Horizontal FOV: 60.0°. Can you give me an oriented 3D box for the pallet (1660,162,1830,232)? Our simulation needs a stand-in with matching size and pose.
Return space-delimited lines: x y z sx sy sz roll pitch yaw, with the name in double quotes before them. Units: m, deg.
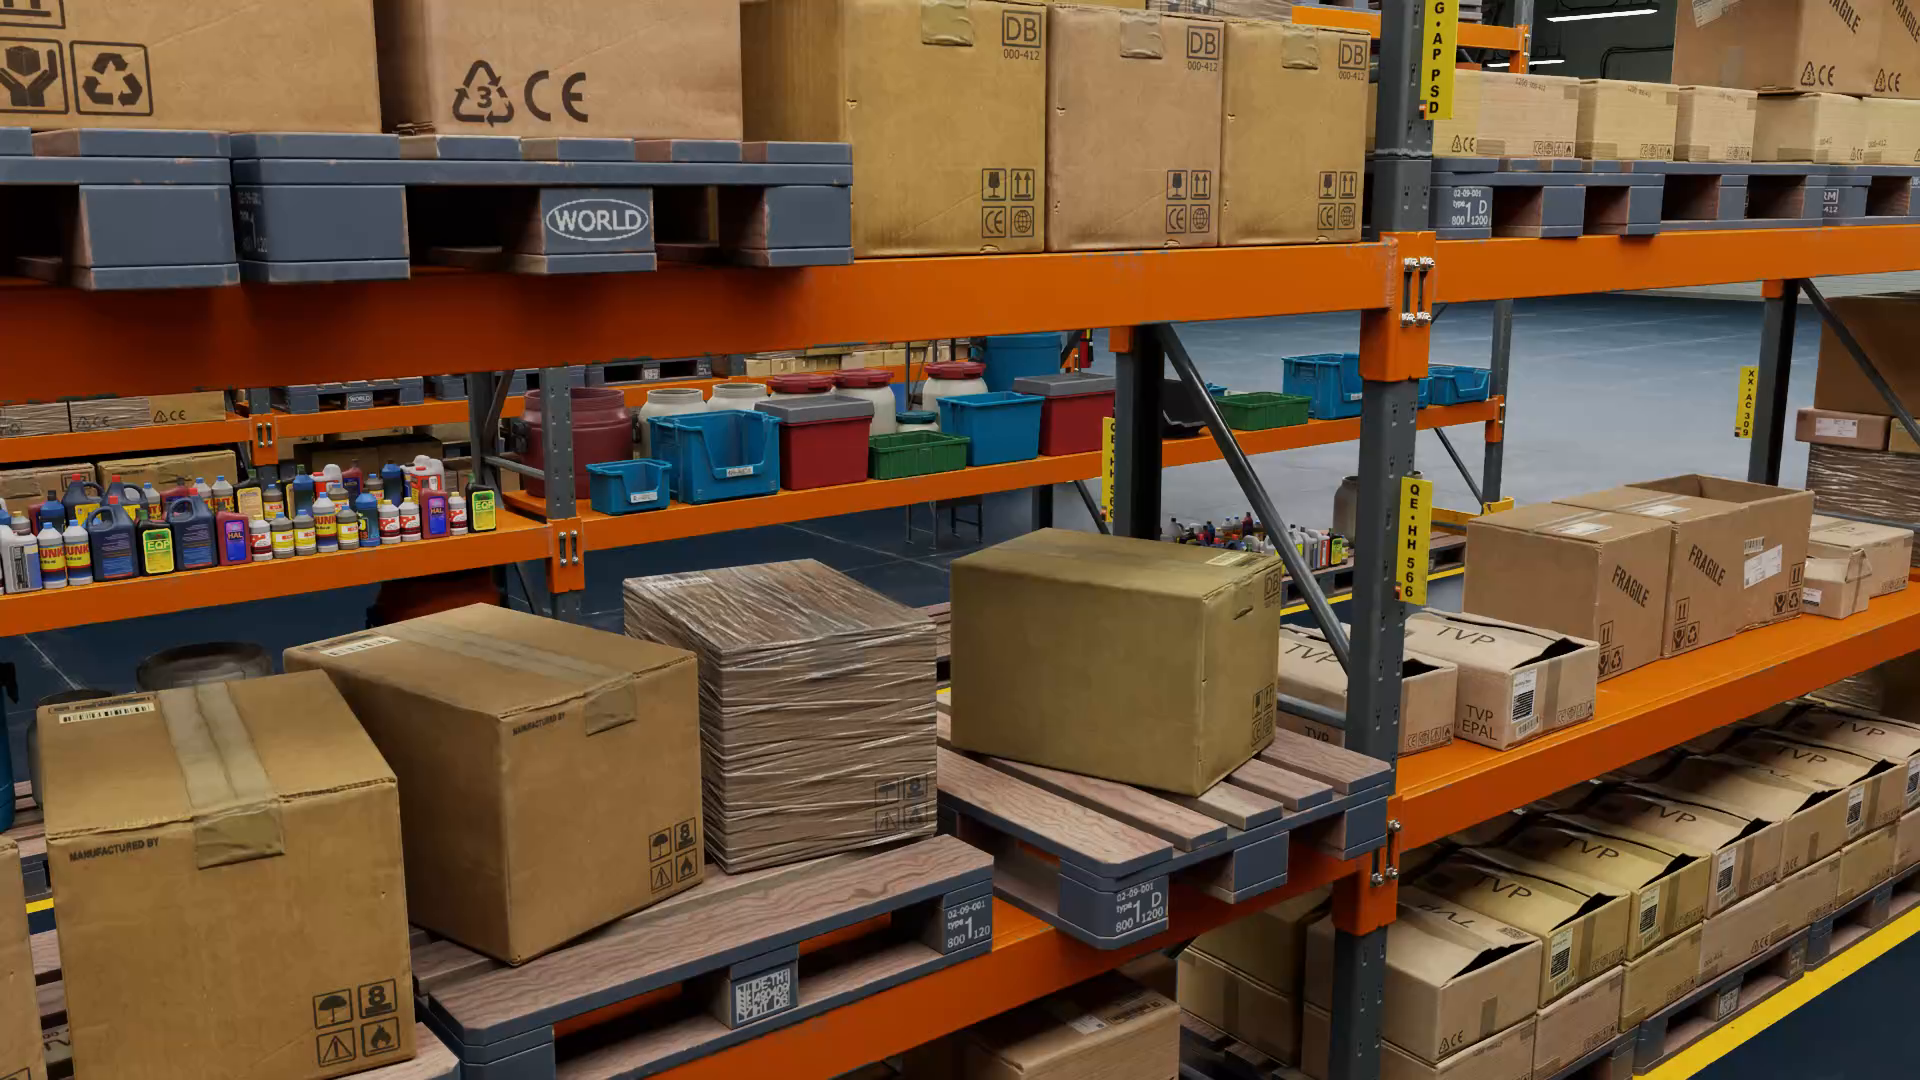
"pallet" 2.168 -1.179 5.691 1.213 0.211 1.003 -9 15 -35

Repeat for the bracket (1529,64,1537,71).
"bracket" 16.304 -13.561 47.660 0.430 0.232 0.235 -9 15 -38

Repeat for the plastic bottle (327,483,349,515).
"plastic bottle" -3.078 -0.181 8.237 0.097 0.201 0.097 0 12 0

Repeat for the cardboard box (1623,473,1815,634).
"cardboard box" 2.925 0.042 6.470 0.500 0.500 0.500 -8 14 -34

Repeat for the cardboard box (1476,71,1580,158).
"cardboard box" 1.540 -1.294 5.130 0.500 0.250 0.500 -9 15 -36

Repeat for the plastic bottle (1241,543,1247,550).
"plastic bottle" 1.983 0.154 11.693 0.097 0.271 0.097 0 12 0

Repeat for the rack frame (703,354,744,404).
"rack frame" -2.240 -1.682 14.828 0.127 3.000 1.000 -9 15 -38

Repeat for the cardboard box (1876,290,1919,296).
"cardboard box" 4.682 -0.883 7.700 0.500 0.500 0.700 -9 15 -38

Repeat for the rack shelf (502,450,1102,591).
"rack shelf" -0.707 -0.267 9.897 4.000 0.370 1.077 -9 15 -38

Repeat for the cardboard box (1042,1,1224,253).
"cardboard box" 0.105 -0.944 3.889 0.500 0.500 0.910 -9 15 -38

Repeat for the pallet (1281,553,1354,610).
"pallet" 2.358 0.246 12.463 1.213 0.211 1.003 -9 15 -38

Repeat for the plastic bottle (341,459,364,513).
"plastic bottle" -3.094 -0.264 8.429 0.133 0.283 0.061 -9 15 -38

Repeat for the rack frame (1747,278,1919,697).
"rack frame" 3.946 -0.075 7.259 0.127 3.000 1.000 -9 15 -38

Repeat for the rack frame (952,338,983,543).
"rack frame" 0.061 -1.037 13.959 0.015 2.100 0.400 -9 15 -38

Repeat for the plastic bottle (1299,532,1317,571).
"plastic bottle" 2.495 0.075 12.051 0.135 0.276 0.152 -10 16 -39

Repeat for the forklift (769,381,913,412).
"forklift" -2.013 -2.335 18.071 3.031 2.935 1.130 -8 15 -34

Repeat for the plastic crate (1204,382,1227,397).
"plastic crate" 1.549 -0.994 11.944 0.616 0.251 0.499 -9 15 -38

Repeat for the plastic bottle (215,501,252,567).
"plastic bottle" -3.211 -0.033 7.341 0.133 0.283 0.061 -9 15 -38

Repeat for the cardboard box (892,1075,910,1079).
"cardboard box" -0.166 1.678 3.962 0.500 0.500 0.500 -10 16 -40

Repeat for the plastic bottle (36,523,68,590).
"plastic bottle" -3.781 0.063 6.919 0.097 0.271 0.097 0 12 0

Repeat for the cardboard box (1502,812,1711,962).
"cardboard box" 2.219 1.154 5.732 0.500 0.311 0.500 -10 16 -39

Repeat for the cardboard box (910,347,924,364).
"cardboard box" -0.554 -1.775 15.870 0.250 0.149 0.380 -9 15 -38

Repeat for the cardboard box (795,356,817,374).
"cardboard box" -1.503 -1.605 15.073 0.250 0.149 0.380 -9 15 -38

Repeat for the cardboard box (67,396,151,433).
"cardboard box" -5.987 -1.044 11.582 0.500 0.500 0.500 -10 15 -38

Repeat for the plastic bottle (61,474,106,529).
"plastic bottle" -4.019 -0.132 7.646 0.185 0.351 0.144 -9 15 -38

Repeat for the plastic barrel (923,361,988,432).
"plastic barrel" -0.030 -0.857 10.614 0.433 0.535 0.433 0 12 0

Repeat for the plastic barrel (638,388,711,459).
"plastic barrel" -1.599 -0.582 9.381 0.421 0.512 0.421 0 12 0

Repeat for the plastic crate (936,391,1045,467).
"plastic crate" 0.187 -0.677 10.135 0.575 0.384 0.392 -9 15 -38

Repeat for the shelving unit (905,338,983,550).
"shelving unit" -0.129 -1.006 13.810 0.503 2.100 0.431 -9 15 -38

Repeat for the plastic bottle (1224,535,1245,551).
"plastic bottle" 1.891 0.140 11.566 0.185 0.351 0.144 -10 16 -40

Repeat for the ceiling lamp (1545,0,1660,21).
"ceiling lamp" 11.361 -10.699 28.796 0.800 3.185 2.000 -9 15 -38

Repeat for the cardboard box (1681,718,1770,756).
"cardboard box" 3.073 0.868 7.079 0.500 0.311 0.500 -10 15 -38

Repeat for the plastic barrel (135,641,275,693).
"plastic barrel" -3.522 0.827 7.805 0.708 0.588 0.600 -9 15 -38

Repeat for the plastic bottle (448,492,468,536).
"plastic bottle" -2.420 -0.129 7.992 0.097 0.201 0.097 0 12 0

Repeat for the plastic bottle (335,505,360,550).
"plastic bottle" -2.828 -0.061 7.672 0.097 0.201 0.097 0 12 0

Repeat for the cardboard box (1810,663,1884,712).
"cardboard box" 4.569 0.539 8.170 0.500 0.500 0.500 -9 15 -38

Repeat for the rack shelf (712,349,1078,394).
"rack shelf" -0.678 -1.590 16.125 4.000 0.370 1.077 -9 15 -38

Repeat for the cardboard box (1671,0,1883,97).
"cardboard box" 3.009 -1.890 6.129 0.500 0.500 0.500 -8 14 -32

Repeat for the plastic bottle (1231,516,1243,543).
"plastic bottle" 2.100 -0.049 12.648 0.097 0.271 0.097 0 12 0

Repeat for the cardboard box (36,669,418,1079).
"cardboard box" -1.294 0.584 2.904 0.500 0.500 0.700 -7 14 -29

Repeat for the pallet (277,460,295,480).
"pallet" -6.768 -0.864 17.689 1.213 0.211 1.003 -9 15 -38

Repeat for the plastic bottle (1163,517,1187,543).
"plastic bottle" 1.579 0.005 12.203 0.185 0.351 0.144 -10 15 -38

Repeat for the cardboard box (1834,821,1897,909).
"cardboard box" 3.407 1.231 6.718 0.500 0.250 0.500 -10 15 -39

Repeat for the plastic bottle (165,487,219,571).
"plastic bottle" -3.361 -0.052 7.269 0.185 0.351 0.144 -9 15 -38

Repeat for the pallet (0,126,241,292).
"pallet" -1.748 -0.485 2.423 1.003 0.211 1.213 -9 15 -38

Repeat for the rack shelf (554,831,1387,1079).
"rack shelf" -0.739 1.056 3.667 4.000 0.370 1.077 -9 15 -38

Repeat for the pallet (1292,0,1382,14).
"pallet" 2.434 -3.796 11.757 1.213 0.211 1.003 -9 15 -38

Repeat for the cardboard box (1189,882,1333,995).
"cardboard box" 1.078 1.202 5.507 0.500 0.311 0.500 -9 15 -36

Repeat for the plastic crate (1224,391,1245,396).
"plastic crate" 1.964 -1.001 12.258 0.437 0.136 0.530 -9 15 -38

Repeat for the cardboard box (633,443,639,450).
"cardboard box" -2.733 -0.598 14.683 0.500 0.500 0.700 -11 16 -42

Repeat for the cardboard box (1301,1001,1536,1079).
"cardboard box" 1.415 1.564 5.152 0.500 0.250 0.500 -10 15 -38

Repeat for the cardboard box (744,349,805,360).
"cardboard box" -1.850 -1.925 15.015 0.500 0.500 0.875 -9 15 -38

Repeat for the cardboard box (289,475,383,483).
"cardboard box" -4.853 -0.246 13.022 0.500 0.500 0.700 -10 16 -41

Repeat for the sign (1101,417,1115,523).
"sign" 0.473 -0.212 5.116 0.005 0.325 0.100 -9 15 -38

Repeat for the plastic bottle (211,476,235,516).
"plastic bottle" -3.562 -0.175 8.041 0.097 0.271 0.097 0 12 0
